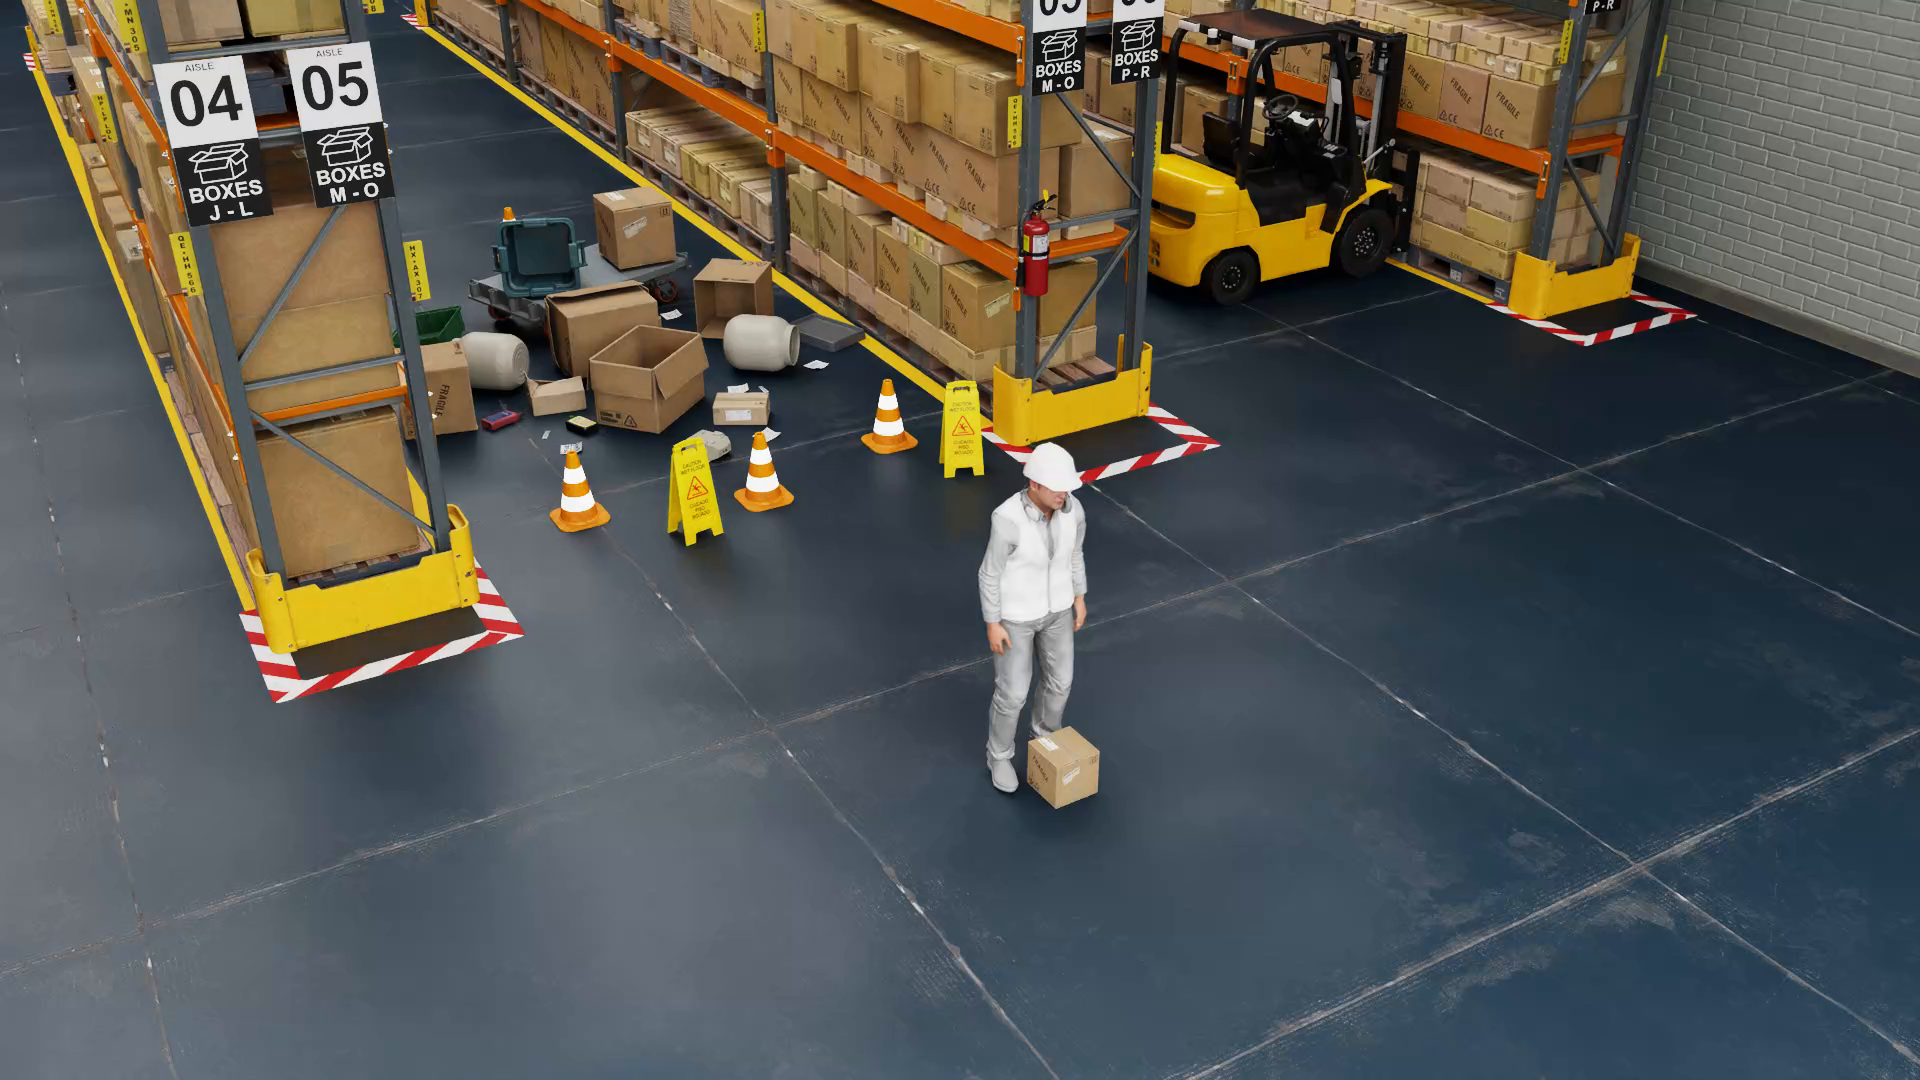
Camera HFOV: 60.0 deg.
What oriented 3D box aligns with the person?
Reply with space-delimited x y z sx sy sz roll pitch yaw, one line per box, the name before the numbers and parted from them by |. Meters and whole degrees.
person | 0.356 0.335 7.930 0.581 1.771 0.461 -17 33 -28
